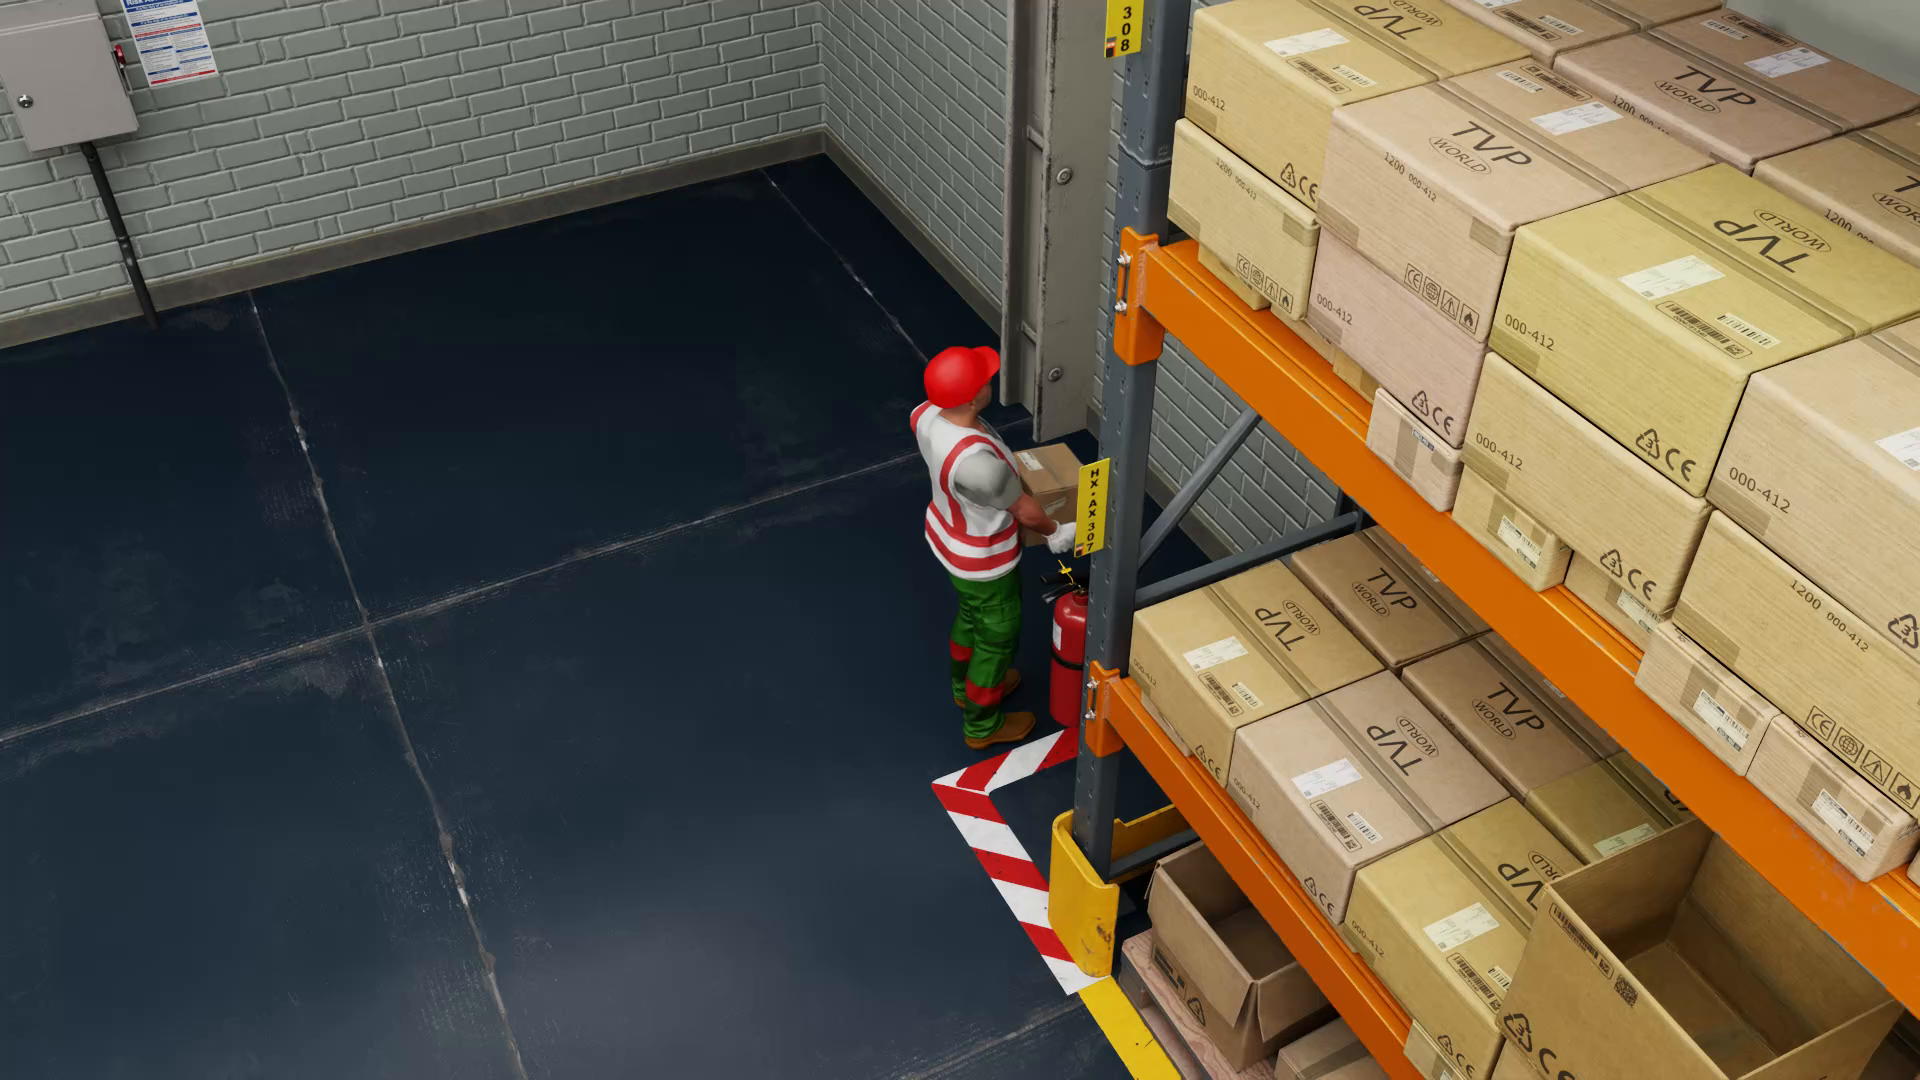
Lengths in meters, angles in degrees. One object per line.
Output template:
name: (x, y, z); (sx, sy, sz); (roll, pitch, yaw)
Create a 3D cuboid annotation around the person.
person: (0.142, 0.003, 6.142); (0.564, 1.782, 0.494); (-17, 44, -18)
